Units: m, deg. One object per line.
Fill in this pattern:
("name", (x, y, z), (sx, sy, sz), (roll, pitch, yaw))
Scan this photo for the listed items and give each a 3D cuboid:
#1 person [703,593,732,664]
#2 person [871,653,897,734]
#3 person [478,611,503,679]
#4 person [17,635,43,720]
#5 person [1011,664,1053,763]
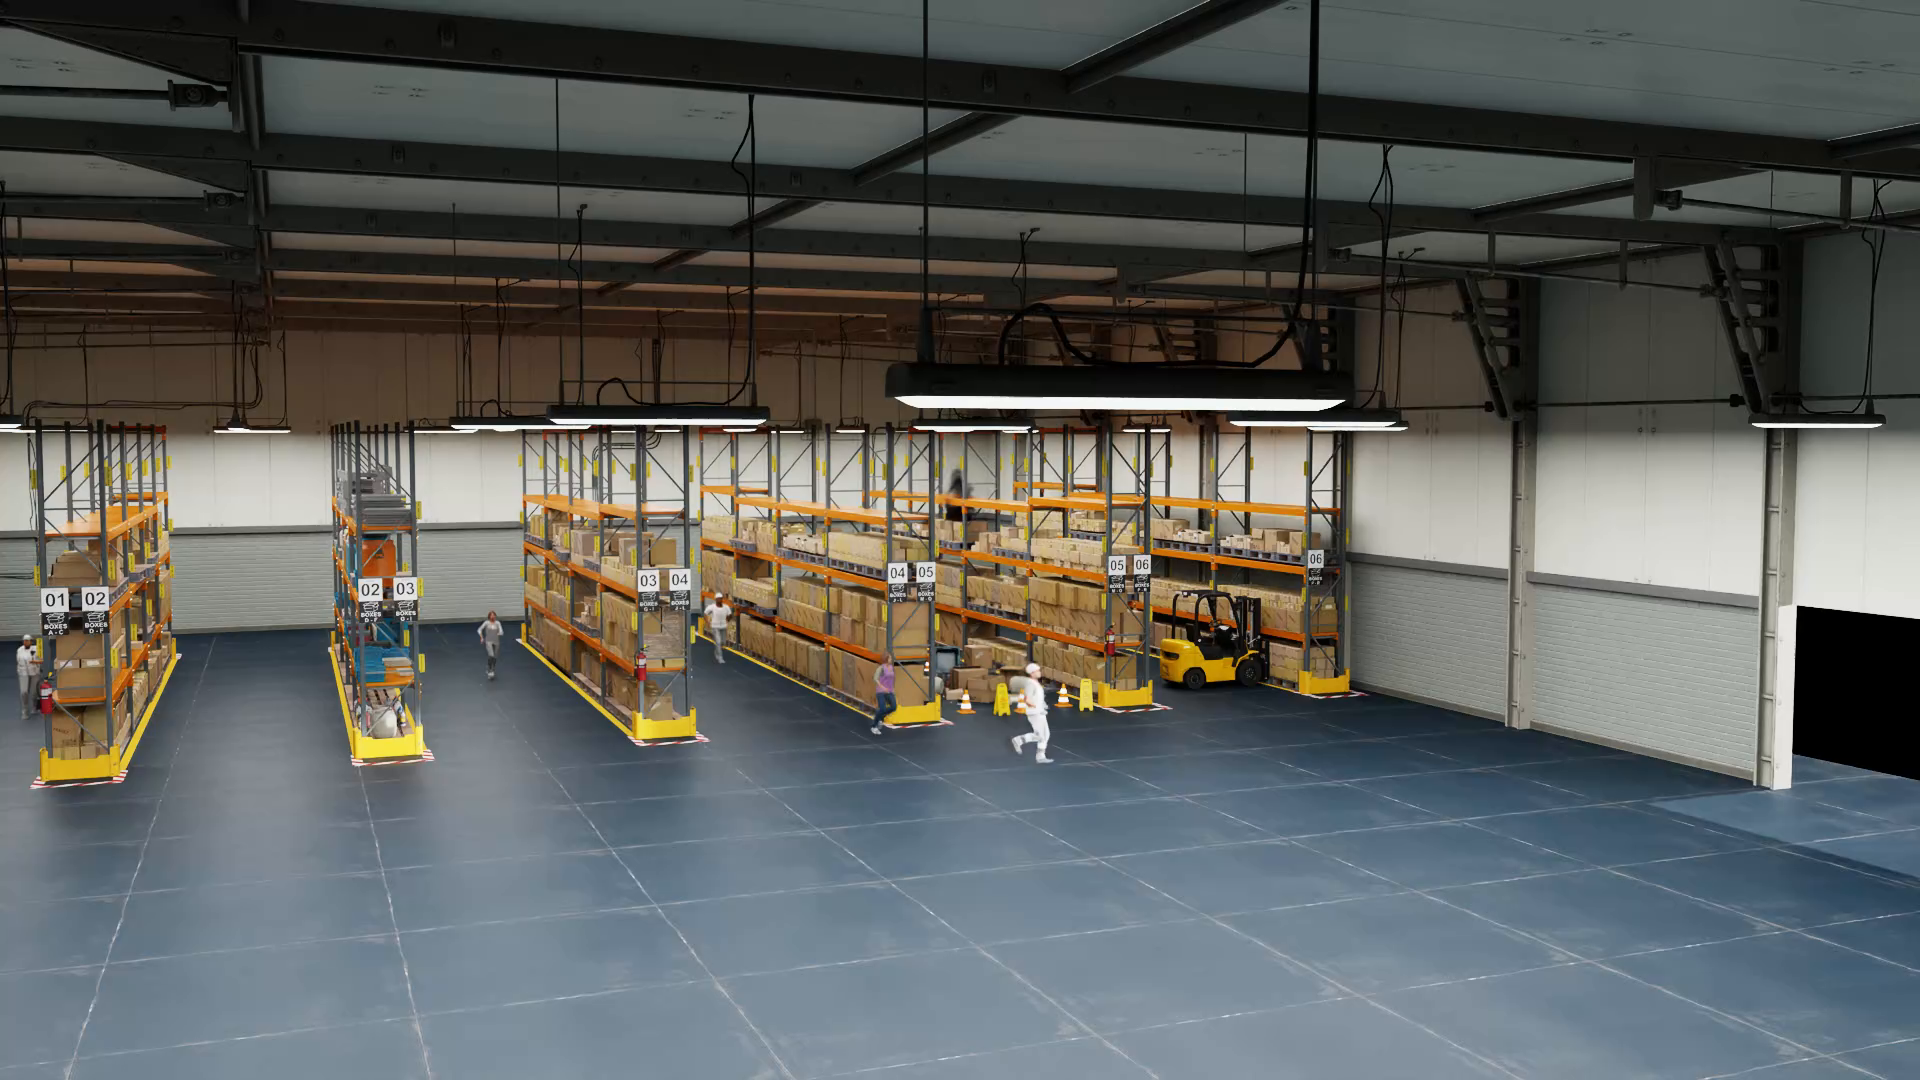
("person", (-6.086, 2.214, 42.018), (0.722, 1.757, 0.835), (-2, 4, -29))
("person", (-1.427, 2.951, 32.124), (0.474, 1.548, 0.597), (3, 5, 39))
("person", (-11.035, 2.473, 39.209), (0.510, 1.607, 0.676), (-2, 4, -34))
("person", (-18.937, 2.783, 33.911), (0.581, 1.721, 0.797), (-1, 4, -20))
("person", (1.278, 3.035, 29.102), (0.746, 1.754, 0.655), (1, 4, 11))
